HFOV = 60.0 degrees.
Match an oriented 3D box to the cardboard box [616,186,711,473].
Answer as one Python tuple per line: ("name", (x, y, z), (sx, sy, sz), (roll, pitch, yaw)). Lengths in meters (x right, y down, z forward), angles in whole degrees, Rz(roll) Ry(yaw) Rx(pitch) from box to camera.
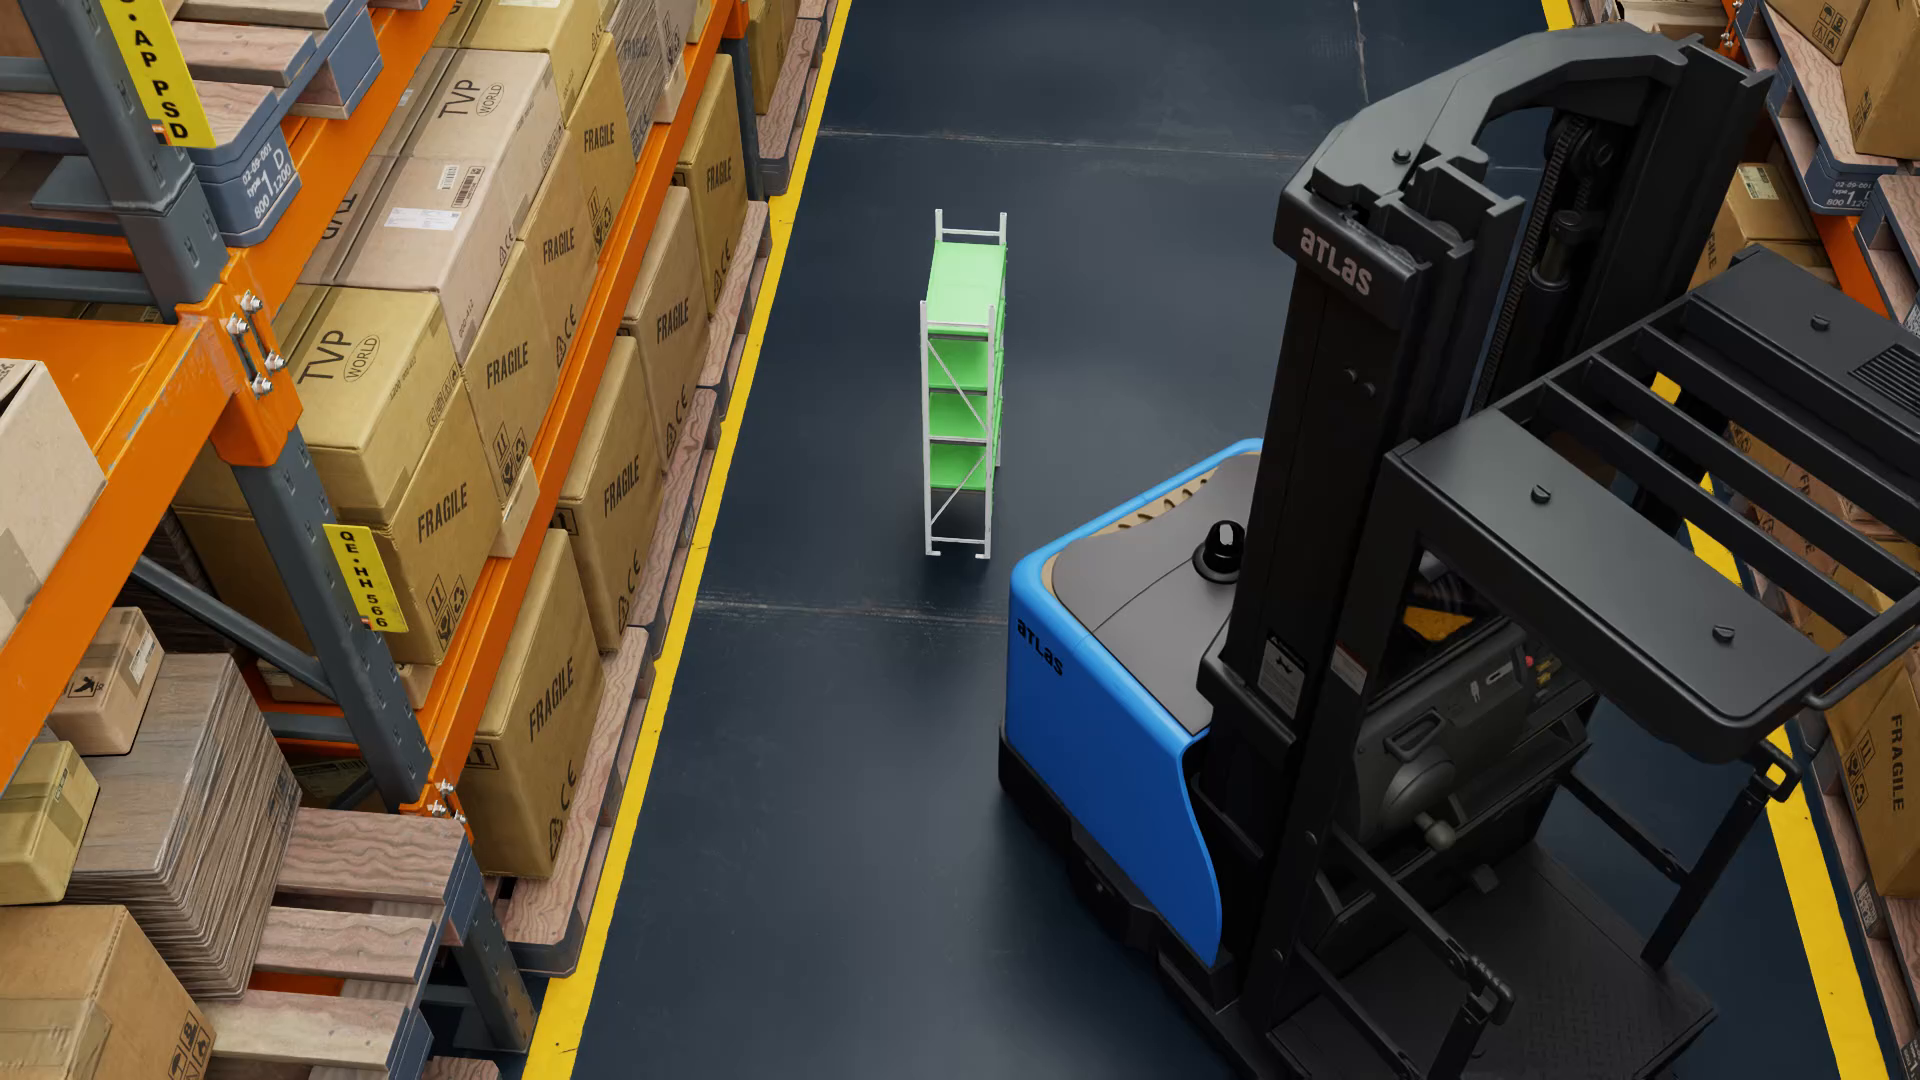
("cardboard box", (-1.404, -0.799, 6.120), (0.750, 0.750, 0.750), (5, 48, 5))

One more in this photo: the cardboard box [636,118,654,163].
("cardboard box", (-1.267, -1.430, 5.681), (0.380, 0.149, 0.250), (4, 48, 4))

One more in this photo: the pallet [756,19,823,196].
("pallet", (-1.249, -2.135, 8.060), (1.003, 0.211, 1.213), (4, 48, 4))

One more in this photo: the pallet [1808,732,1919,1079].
("pallet", (3.278, 1.142, 5.062), (1.003, 0.211, 1.213), (4, 48, 4))

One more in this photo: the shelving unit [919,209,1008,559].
("shelving unit", (0.015, -0.527, 5.918), (0.258, 1.200, 0.503), (4, 48, 4))

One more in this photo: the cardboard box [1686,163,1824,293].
("cardboard box", (3.251, -1.158, 6.672), (0.500, 0.500, 0.500), (2, 48, 2))

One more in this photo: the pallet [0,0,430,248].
("pallet", (-1.755, -1.009, 3.235), (1.213, 0.211, 1.003), (6, 48, 5))

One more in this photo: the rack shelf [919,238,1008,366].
("rack shelf", (0.015, -0.807, 5.611), (0.258, 0.148, 0.480), (4, 48, 4))

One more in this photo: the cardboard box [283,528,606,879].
("cardboard box", (-1.563, 0.469, 4.961), (0.750, 0.750, 0.750), (3, 48, 3))

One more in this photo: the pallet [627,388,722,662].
("pallet", (-1.500, -0.110, 6.208), (1.003, 0.211, 1.213), (4, 48, 4))

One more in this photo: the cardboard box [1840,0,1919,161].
("cardboard box", (3.272, -1.525, 5.260), (0.700, 0.500, 0.500), (11, 48, 10))

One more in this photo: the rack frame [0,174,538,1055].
("rack frame", (-1.761, 0.417, 3.836), (1.000, 3.000, 0.127), (4, 48, 4))

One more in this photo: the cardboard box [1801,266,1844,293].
("cardboard box", (3.159, -0.676, 5.723), (0.500, 0.250, 0.500), (4, 48, 4))

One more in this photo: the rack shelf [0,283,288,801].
("rack shelf", (-1.943, 1.117, 1.650), (1.077, 0.370, 4.000), (4, 48, 4))

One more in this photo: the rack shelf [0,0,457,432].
("rack shelf", (-1.578, -1.823, 4.339), (1.077, 0.370, 4.000), (4, 48, 4))

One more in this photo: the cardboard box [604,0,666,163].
("cardboard box", (-1.278, -1.563, 5.364), (0.500, 0.500, 0.500), (4, 48, 4))

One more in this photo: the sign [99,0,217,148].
("sign", (-1.220, -0.732, 2.504), (0.100, 0.325, 0.005), (4, 48, 4))

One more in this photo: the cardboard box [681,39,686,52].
("cardboard box", (-1.213, -1.803, 6.023), (0.380, 0.149, 0.250), (5, 48, 5))

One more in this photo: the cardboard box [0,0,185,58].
("cardboard box", (-1.774, -1.131, 2.853), (0.700, 0.500, 0.500), (1, 48, 0))

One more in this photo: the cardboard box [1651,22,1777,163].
("cardboard box", (3.307, -1.935, 7.383), (0.500, 0.500, 0.500), (4, 48, 4))

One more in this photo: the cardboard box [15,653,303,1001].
("cardboard box", (-1.794, 0.581, 3.320), (0.700, 0.500, 0.500), (-1, 48, -1))

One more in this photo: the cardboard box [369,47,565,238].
("cardboard box", (-1.373, -1.056, 4.392), (0.500, 0.250, 0.500), (4, 48, 4))

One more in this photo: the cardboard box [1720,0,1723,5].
("cardboard box", (3.703, -2.879, 8.244), (0.797, 0.503, 0.637), (4, 48, 4))

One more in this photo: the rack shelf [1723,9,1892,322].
("rack shelf", (3.355, -0.480, 5.144), (1.077, 0.370, 4.000), (4, 48, 4))

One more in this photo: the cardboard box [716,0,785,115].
("cardboard box", (-1.226, -2.363, 7.788), (0.700, 0.500, 0.500), (4, 48, 4))

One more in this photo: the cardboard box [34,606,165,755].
("cardboard box", (-1.762, 0.271, 3.164), (0.380, 0.149, 0.250), (-2, 48, -2))

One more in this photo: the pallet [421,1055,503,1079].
("pallet", (-1.833, 1.932, 4.340), (1.003, 0.211, 1.213), (4, 48, 4))

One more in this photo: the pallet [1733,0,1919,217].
("pallet", (3.356, -1.548, 5.763), (1.003, 0.211, 1.213), (4, 48, 4))

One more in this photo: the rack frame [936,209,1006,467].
("rack frame", (0.037, -0.706, 6.082), (0.240, 1.200, 0.015), (4, 48, 4))

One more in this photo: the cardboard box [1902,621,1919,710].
("cardboard box", (3.025, 0.444, 4.698), (0.500, 0.250, 0.500), (6, 48, 5))

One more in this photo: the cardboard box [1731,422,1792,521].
("cardboard box", (3.160, -0.399, 5.978), (0.500, 0.500, 0.500), (4, 48, 4))

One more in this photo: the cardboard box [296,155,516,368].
("cardboard box", (-1.414, -0.689, 4.056), (0.500, 0.250, 0.500), (3, 48, 3))

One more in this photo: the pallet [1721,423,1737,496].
("pallet", (3.501, -0.651, 6.702), (1.003, 0.211, 1.213), (4, 48, 4))

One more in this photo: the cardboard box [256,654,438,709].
("cardboard box", (-1.500, 0.268, 4.128), (0.380, 0.149, 0.250), (3, 48, 3))

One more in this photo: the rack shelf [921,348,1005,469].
("rack shelf", (0.015, -0.483, 5.966), (0.258, 0.148, 0.480), (4, 48, 4))

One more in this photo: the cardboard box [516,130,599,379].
("cardboard box", (-1.358, -0.813, 4.678), (0.500, 0.500, 0.500), (4, 48, 3))

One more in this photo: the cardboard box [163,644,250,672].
("cardboard box", (-1.986, 0.238, 4.156), (0.380, 0.149, 0.250), (5, 48, 4))

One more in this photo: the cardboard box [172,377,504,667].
("cardboard box", (-1.462, -0.064, 3.993), (0.500, 0.500, 0.500), (5, 48, 5))

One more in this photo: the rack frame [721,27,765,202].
("rack frame", (-1.396, -2.523, 6.524), (1.000, 3.000, 0.127), (4, 48, 4))

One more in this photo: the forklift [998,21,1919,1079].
("forklift", (1.388, 0.490, 3.815), (1.130, 2.935, 3.031), (-28, 53, -23))

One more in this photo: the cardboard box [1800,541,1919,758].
("cardboard box", (3.072, 0.359, 5.285), (0.500, 0.500, 0.500), (2, 48, 2))
